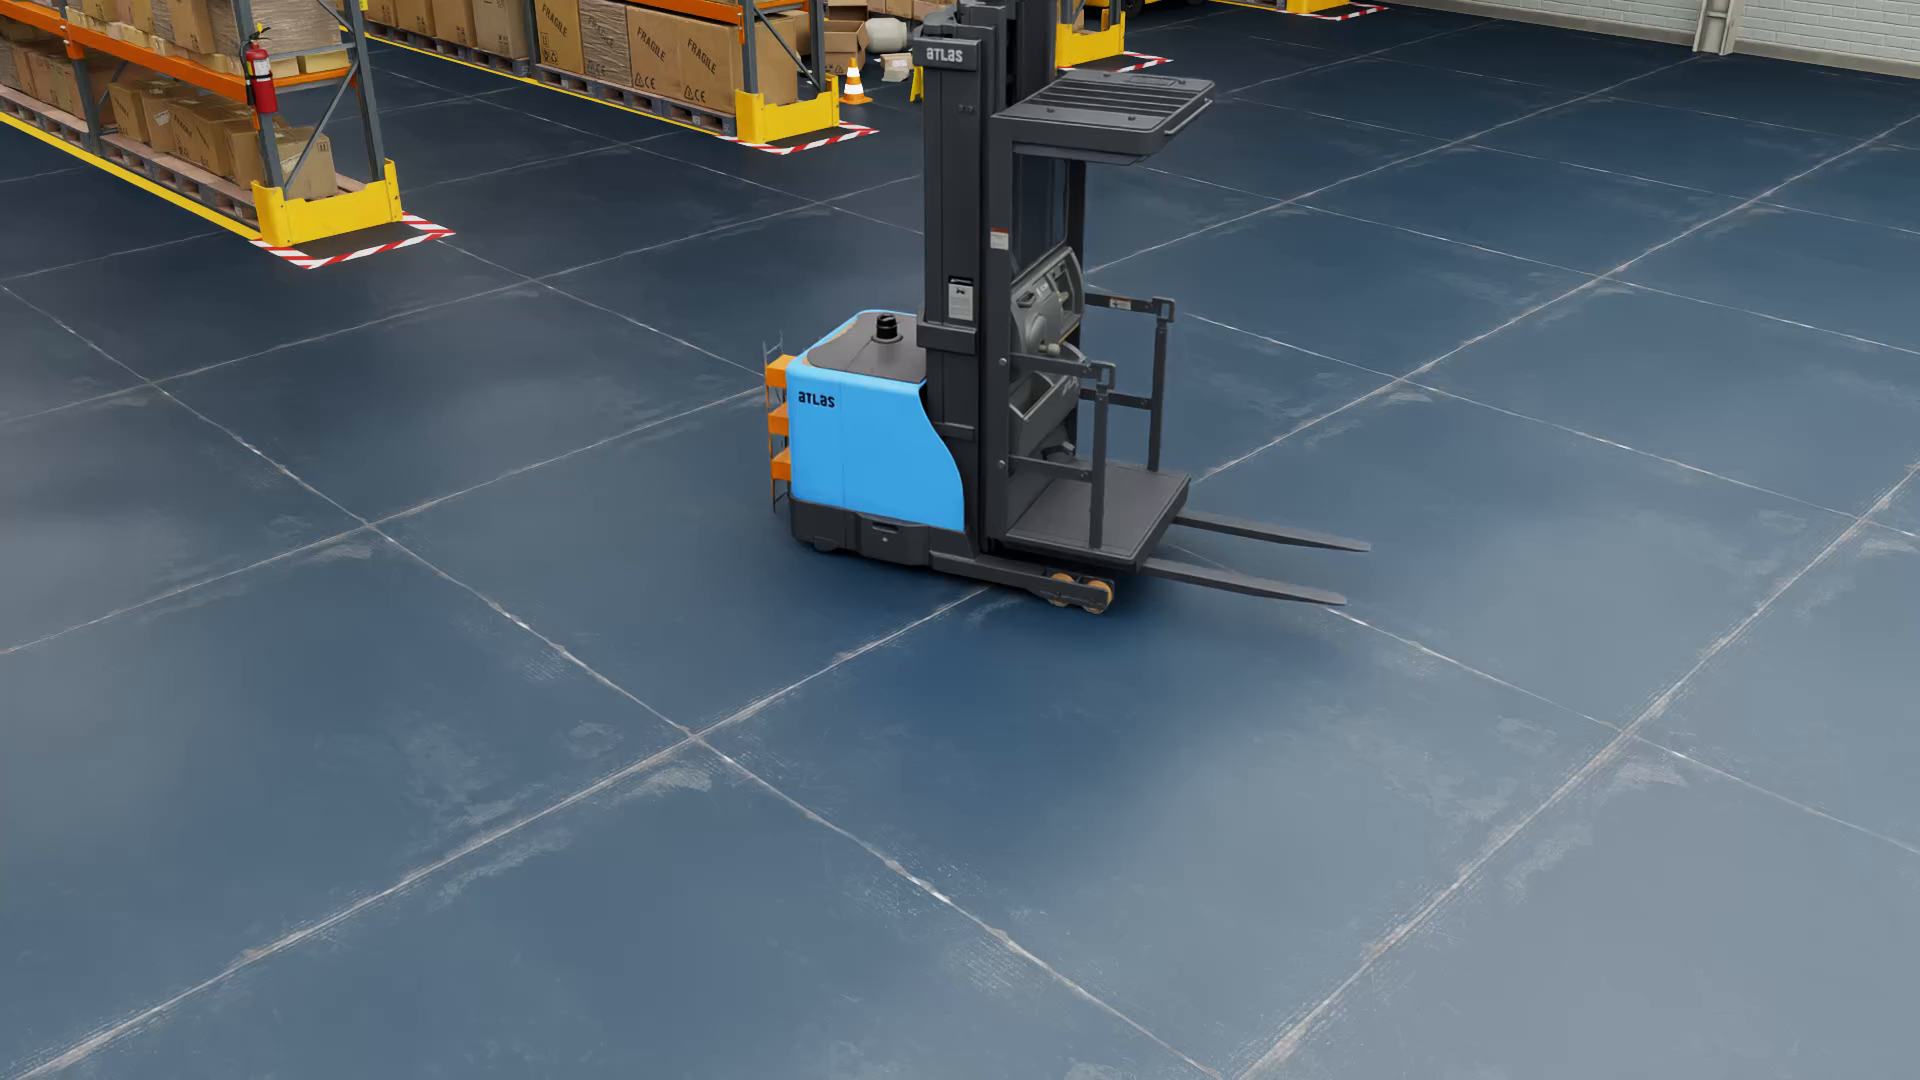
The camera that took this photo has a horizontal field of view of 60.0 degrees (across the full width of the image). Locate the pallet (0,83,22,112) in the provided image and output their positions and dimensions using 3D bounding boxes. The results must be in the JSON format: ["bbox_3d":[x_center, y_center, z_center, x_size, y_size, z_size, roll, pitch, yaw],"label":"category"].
[{"bbox_3d":[-10.496,-5.106,18.734,1.213,0.211,1.003,25,36,38],"label":"pallet"}]

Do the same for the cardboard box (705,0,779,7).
[{"bbox_3d":[-2.094,-5.771,16.841,0.550,0.550,0.875,25,36,38],"label":"cardboard box"}]

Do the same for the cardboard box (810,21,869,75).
[{"bbox_3d":[-1.427,-5.902,19.934,0.637,0.503,0.797,2,28,4],"label":"cardboard box"}]

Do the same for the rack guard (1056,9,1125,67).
[{"bbox_3d":[1.546,-6.193,20.490,0.348,0.500,1.175,25,36,38],"label":"rack guard"}]

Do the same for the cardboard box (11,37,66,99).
[{"bbox_3d":[-9.747,-5.113,17.963,0.700,0.500,0.500,-22,35,-35],"label":"cardboard box"}]

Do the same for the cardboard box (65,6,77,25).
[{"bbox_3d":[-8.257,-5.009,15.824,0.250,0.149,0.380,25,36,38],"label":"cardboard box"}]

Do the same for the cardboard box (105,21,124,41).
[{"bbox_3d":[-7.556,-4.677,15.192,0.250,0.149,0.380,25,36,38],"label":"cardboard box"}]

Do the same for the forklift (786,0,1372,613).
[{"bbox_3d":[0.634,-1.202,8.387,3.031,2.935,1.130,11,30,20],"label":"forklift"}]

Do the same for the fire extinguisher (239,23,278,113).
[{"bbox_3d":[-5.589,-3.761,13.262,0.183,0.674,0.296,25,36,38],"label":"fire extinguisher"}]

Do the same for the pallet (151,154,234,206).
[{"bbox_3d":[-6.822,-3.451,15.586,1.213,0.211,1.003,25,36,38],"label":"pallet"}]

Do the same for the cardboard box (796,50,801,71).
[{"bbox_3d":[-2.133,-5.744,19.888,0.396,0.266,0.258,-18,33,-31],"label":"cardboard box"}]

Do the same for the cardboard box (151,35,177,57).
[{"bbox_3d":[-6.839,-4.353,14.576,0.250,0.149,0.380,25,36,38],"label":"cardboard box"}]

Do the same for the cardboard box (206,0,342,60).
[{"bbox_3d":[-5.720,-4.350,13.872,0.500,0.500,0.875,25,36,38],"label":"cardboard box"}]

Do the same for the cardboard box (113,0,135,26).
[{"bbox_3d":[-7.163,-4.995,15.098,0.500,0.500,0.875,25,36,38],"label":"cardboard box"}]

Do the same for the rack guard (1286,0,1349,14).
[{"bbox_3d":[5.095,-7.808,23.563,0.348,0.500,1.175,25,36,38],"label":"rack guard"}]

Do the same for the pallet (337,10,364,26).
[{"bbox_3d":[-8.059,-7.230,22.773,1.213,0.211,1.003,25,36,38],"label":"pallet"}]

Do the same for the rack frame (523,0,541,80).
[{"bbox_3d":[-4.650,-6.904,19.156,0.127,3.000,1.000,25,36,38],"label":"rack frame"}]

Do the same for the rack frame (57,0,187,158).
[{"bbox_3d":[-8.200,-5.290,16.088,0.127,3.000,1.000,25,36,38],"label":"rack frame"}]

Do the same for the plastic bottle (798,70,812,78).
[{"bbox_3d":[-1.801,-5.514,19.671,0.283,0.061,0.133,12,30,22],"label":"plastic bottle"}]

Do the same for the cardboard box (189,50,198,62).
[{"bbox_3d":[-6.404,-4.227,14.336,0.250,0.149,0.380,25,36,38],"label":"cardboard box"}]

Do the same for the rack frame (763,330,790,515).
[{"bbox_3d":[-1.029,-0.651,9.360,0.008,1.050,0.200,11,30,20],"label":"rack frame"}]

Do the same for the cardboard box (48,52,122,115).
[{"bbox_3d":[-8.949,-4.748,17.270,0.500,0.500,0.700,24,36,38],"label":"cardboard box"}]

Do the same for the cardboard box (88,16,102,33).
[{"bbox_3d":[-7.890,-4.851,15.523,0.250,0.149,0.380,25,36,38],"label":"cardboard box"}]

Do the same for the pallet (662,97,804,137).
[{"bbox_3d":[-2.423,-4.599,17.770,1.213,0.211,1.003,25,36,38],"label":"pallet"}]

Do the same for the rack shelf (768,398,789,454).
[{"bbox_3d":[-0.917,-0.619,9.323,0.240,0.259,0.215,11,30,20],"label":"rack shelf"}]

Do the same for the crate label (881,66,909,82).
[{"bbox_3d":[-0.750,-5.476,19.517,0.298,0.136,0.250,7,29,13],"label":"crate label"}]

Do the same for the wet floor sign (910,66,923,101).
[{"bbox_3d":[-0.389,-5.204,18.454,0.232,0.644,0.267,18,33,30],"label":"wet floor sign"}]

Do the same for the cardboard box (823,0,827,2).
[{"bbox_3d":[-1.628,-7.772,23.181,0.950,0.372,0.625,-25,37,-39],"label":"cardboard box"}]

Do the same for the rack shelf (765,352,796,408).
[{"bbox_3d":[-0.917,-0.871,9.191,0.240,0.259,0.215,11,30,20],"label":"rack shelf"}]

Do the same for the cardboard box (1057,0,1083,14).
[{"bbox_3d":[1.202,-6.937,20.918,0.500,0.500,0.500,23,36,37],"label":"cardboard box"}]

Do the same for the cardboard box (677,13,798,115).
[{"bbox_3d":[-2.328,-5.043,17.450,0.875,0.875,0.875,25,37,39],"label":"cardboard box"}]

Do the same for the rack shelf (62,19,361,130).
[{"bbox_3d":[-6.773,-4.319,15.015,4.000,0.370,1.077,25,36,38],"label":"rack shelf"}]

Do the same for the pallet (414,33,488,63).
[{"bbox_3d":[-6.127,-6.294,20.993,1.213,0.211,1.003,25,36,38],"label":"pallet"}]

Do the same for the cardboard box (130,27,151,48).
[{"bbox_3d":[-7.178,-4.524,14.901,0.250,0.149,0.380,25,36,38],"label":"cardboard box"}]

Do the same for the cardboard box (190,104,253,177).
[{"bbox_3d":[-6.664,-3.668,15.238,0.500,0.500,0.500,-21,34,-35],"label":"cardboard box"}]

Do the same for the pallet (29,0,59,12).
[{"bbox_3d":[-8.643,-5.503,16.699,1.213,0.211,1.003,25,36,38],"label":"pallet"}]

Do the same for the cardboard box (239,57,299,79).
[{"bbox_3d":[-5.695,-3.899,13.711,0.250,0.149,0.380,25,36,38],"label":"cardboard box"}]

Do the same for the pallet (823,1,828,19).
[{"bbox_3d":[-1.808,-7.599,23.474,1.213,0.211,1.003,25,36,38],"label":"pallet"}]

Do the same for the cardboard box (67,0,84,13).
[{"bbox_3d":[-7.922,-5.299,15.678,0.500,0.500,0.875,25,36,38],"label":"cardboard box"}]

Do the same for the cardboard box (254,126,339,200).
[{"bbox_3d":[-5.781,-3.274,14.488,0.500,0.500,0.500,-18,33,-30],"label":"cardboard box"}]

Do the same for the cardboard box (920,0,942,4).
[{"bbox_3d":[-0.262,-7.257,21.527,0.500,0.500,0.500,-23,35,-37],"label":"cardboard box"}]

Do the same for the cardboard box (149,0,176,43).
[{"bbox_3d":[-6.487,-4.651,14.444,0.500,0.500,0.875,25,36,38],"label":"cardboard box"}]

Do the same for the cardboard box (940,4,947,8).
[{"bbox_3d":[0.095,-6.758,21.382,0.500,0.250,0.500,23,35,37],"label":"cardboard box"}]

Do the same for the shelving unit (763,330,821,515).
[{"bbox_3d":[-0.917,-0.629,9.318,0.252,1.050,0.215,11,30,20],"label":"shelving unit"}]

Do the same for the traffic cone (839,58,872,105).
[{"bbox_3d":[-1.181,-5.120,18.490,0.334,0.463,0.336,25,36,38],"label":"traffic cone"}]

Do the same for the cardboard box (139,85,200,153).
[{"bbox_3d":[-7.529,-4.042,15.948,0.500,0.500,0.500,-13,31,-24],"label":"cardboard box"}]

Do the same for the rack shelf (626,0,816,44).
[{"bbox_3d":[-3.224,-5.933,18.082,4.000,0.370,1.077,25,36,38],"label":"rack shelf"}]

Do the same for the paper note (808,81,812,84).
[{"bbox_3d":[-1.696,-5.345,19.384,0.144,0.017,0.142,-13,30,-22],"label":"paper note"}]

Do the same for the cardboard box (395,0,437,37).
[{"bbox_3d":[-6.506,-6.886,21.089,1.050,0.750,0.750,-25,36,-38],"label":"cardboard box"}]

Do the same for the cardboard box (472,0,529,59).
[{"bbox_3d":[-5.156,-6.266,19.910,0.750,0.750,1.050,24,36,38],"label":"cardboard box"}]

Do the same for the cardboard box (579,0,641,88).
[{"bbox_3d":[-3.605,-5.628,18.561,0.875,0.875,0.875,25,37,39],"label":"cardboard box"}]

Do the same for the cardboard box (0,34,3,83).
[{"bbox_3d":[-10.560,-5.472,18.647,0.500,0.500,0.700,22,35,36],"label":"cardboard box"}]

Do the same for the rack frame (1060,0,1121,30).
[{"bbox_3d":[1.601,-7.274,19.861,0.127,3.000,1.000,25,36,38],"label":"rack frame"}]

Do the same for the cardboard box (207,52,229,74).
[{"bbox_3d":[-6.087,-4.045,13.989,0.250,0.149,0.380,25,36,38],"label":"cardboard box"}]

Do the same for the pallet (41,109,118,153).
[{"bbox_3d":[-8.756,-4.310,17.220,1.213,0.211,1.003,25,36,38],"label":"pallet"}]

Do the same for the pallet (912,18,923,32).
[{"bbox_3d":[0.126,-6.740,21.840,1.213,0.211,1.003,25,36,38],"label":"pallet"}]

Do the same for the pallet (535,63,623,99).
[{"bbox_3d":[-4.163,-5.395,19.284,1.213,0.211,1.003,25,36,38],"label":"pallet"}]

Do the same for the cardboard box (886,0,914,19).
[{"bbox_3d":[-0.632,-7.096,22.024,0.500,0.250,0.500,-23,35,-36],"label":"cardboard box"}]
